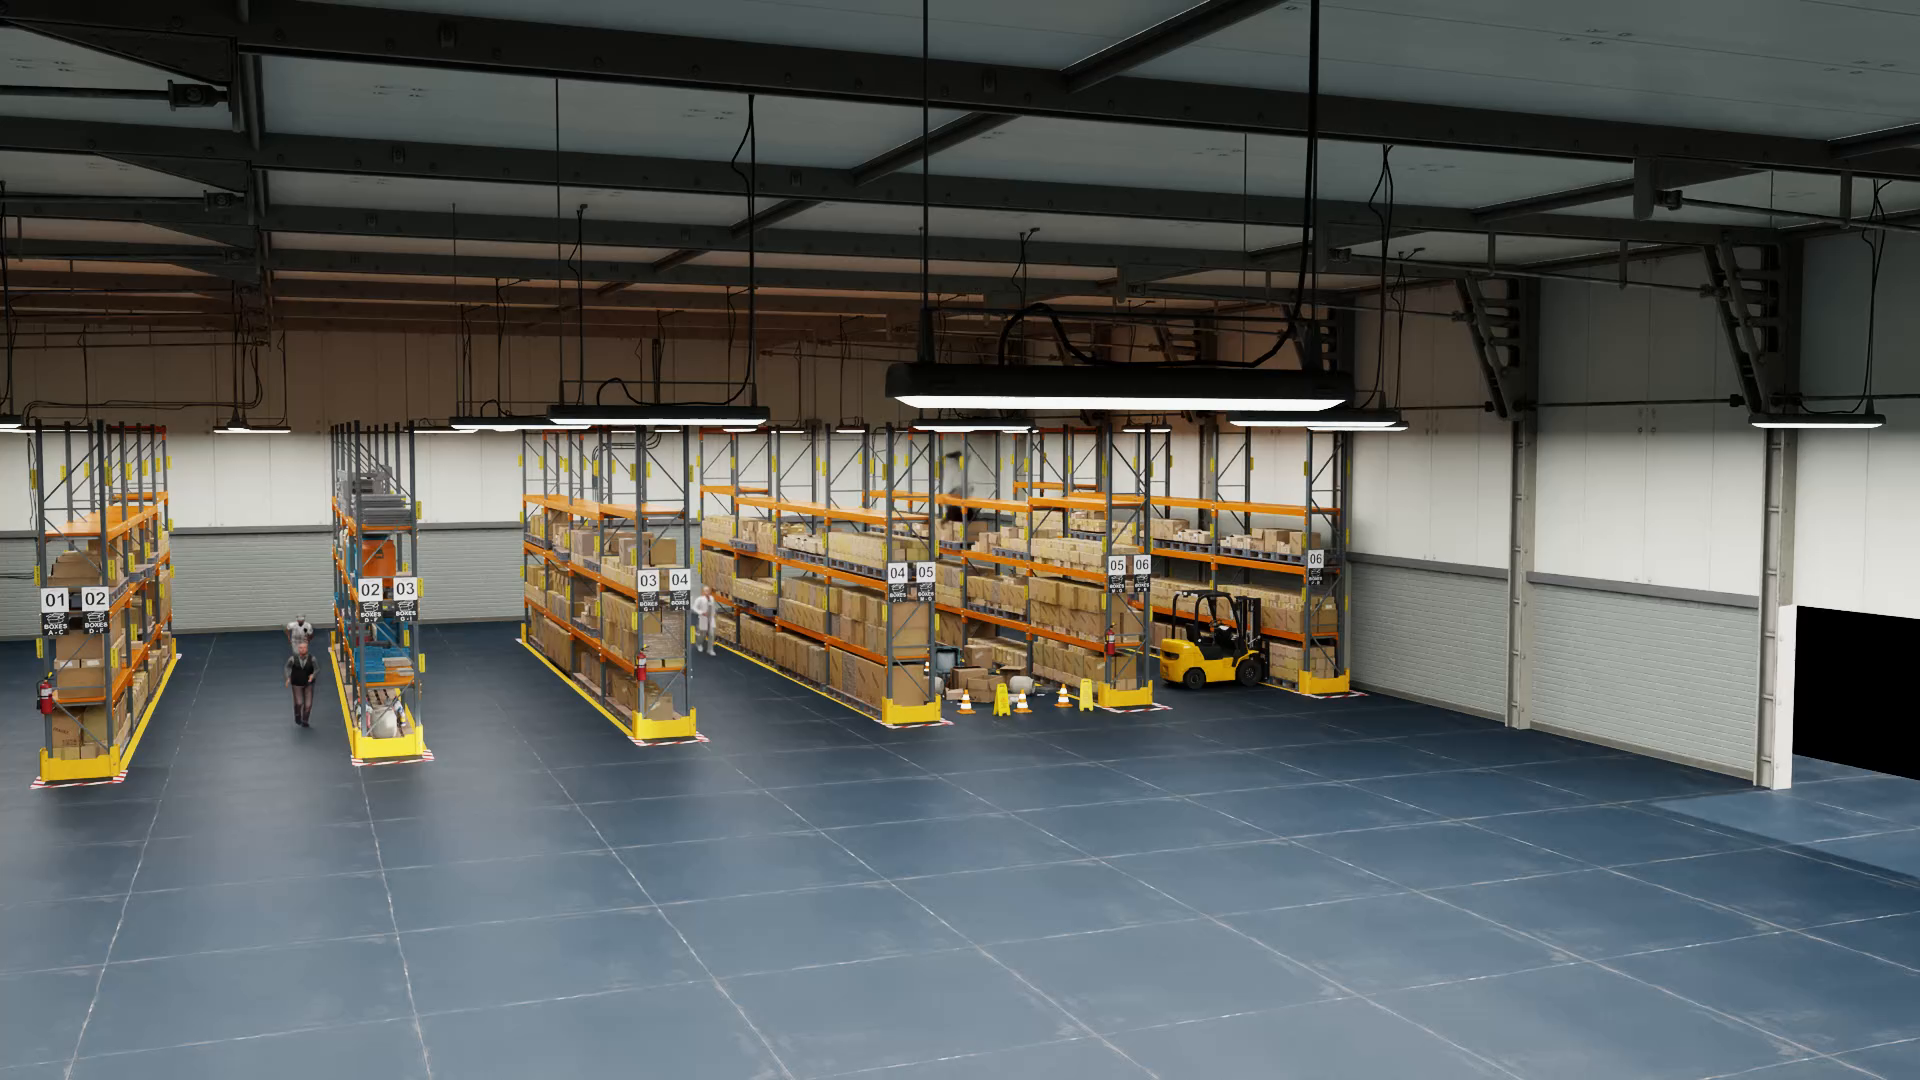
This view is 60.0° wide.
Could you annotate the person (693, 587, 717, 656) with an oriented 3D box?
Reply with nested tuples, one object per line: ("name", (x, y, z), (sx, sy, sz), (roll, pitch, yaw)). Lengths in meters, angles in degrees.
("person", (-6.669, 2.118, 43.615), (0.712, 1.776, 0.955), (-2, 4, -32))

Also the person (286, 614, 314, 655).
("person", (-15.492, 2.515, 39.042), (0.612, 1.626, 0.987), (-1, 4, -21))

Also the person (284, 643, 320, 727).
("person", (-12.858, 2.842, 32.532), (0.644, 1.668, 0.664), (-2, 4, -26))
